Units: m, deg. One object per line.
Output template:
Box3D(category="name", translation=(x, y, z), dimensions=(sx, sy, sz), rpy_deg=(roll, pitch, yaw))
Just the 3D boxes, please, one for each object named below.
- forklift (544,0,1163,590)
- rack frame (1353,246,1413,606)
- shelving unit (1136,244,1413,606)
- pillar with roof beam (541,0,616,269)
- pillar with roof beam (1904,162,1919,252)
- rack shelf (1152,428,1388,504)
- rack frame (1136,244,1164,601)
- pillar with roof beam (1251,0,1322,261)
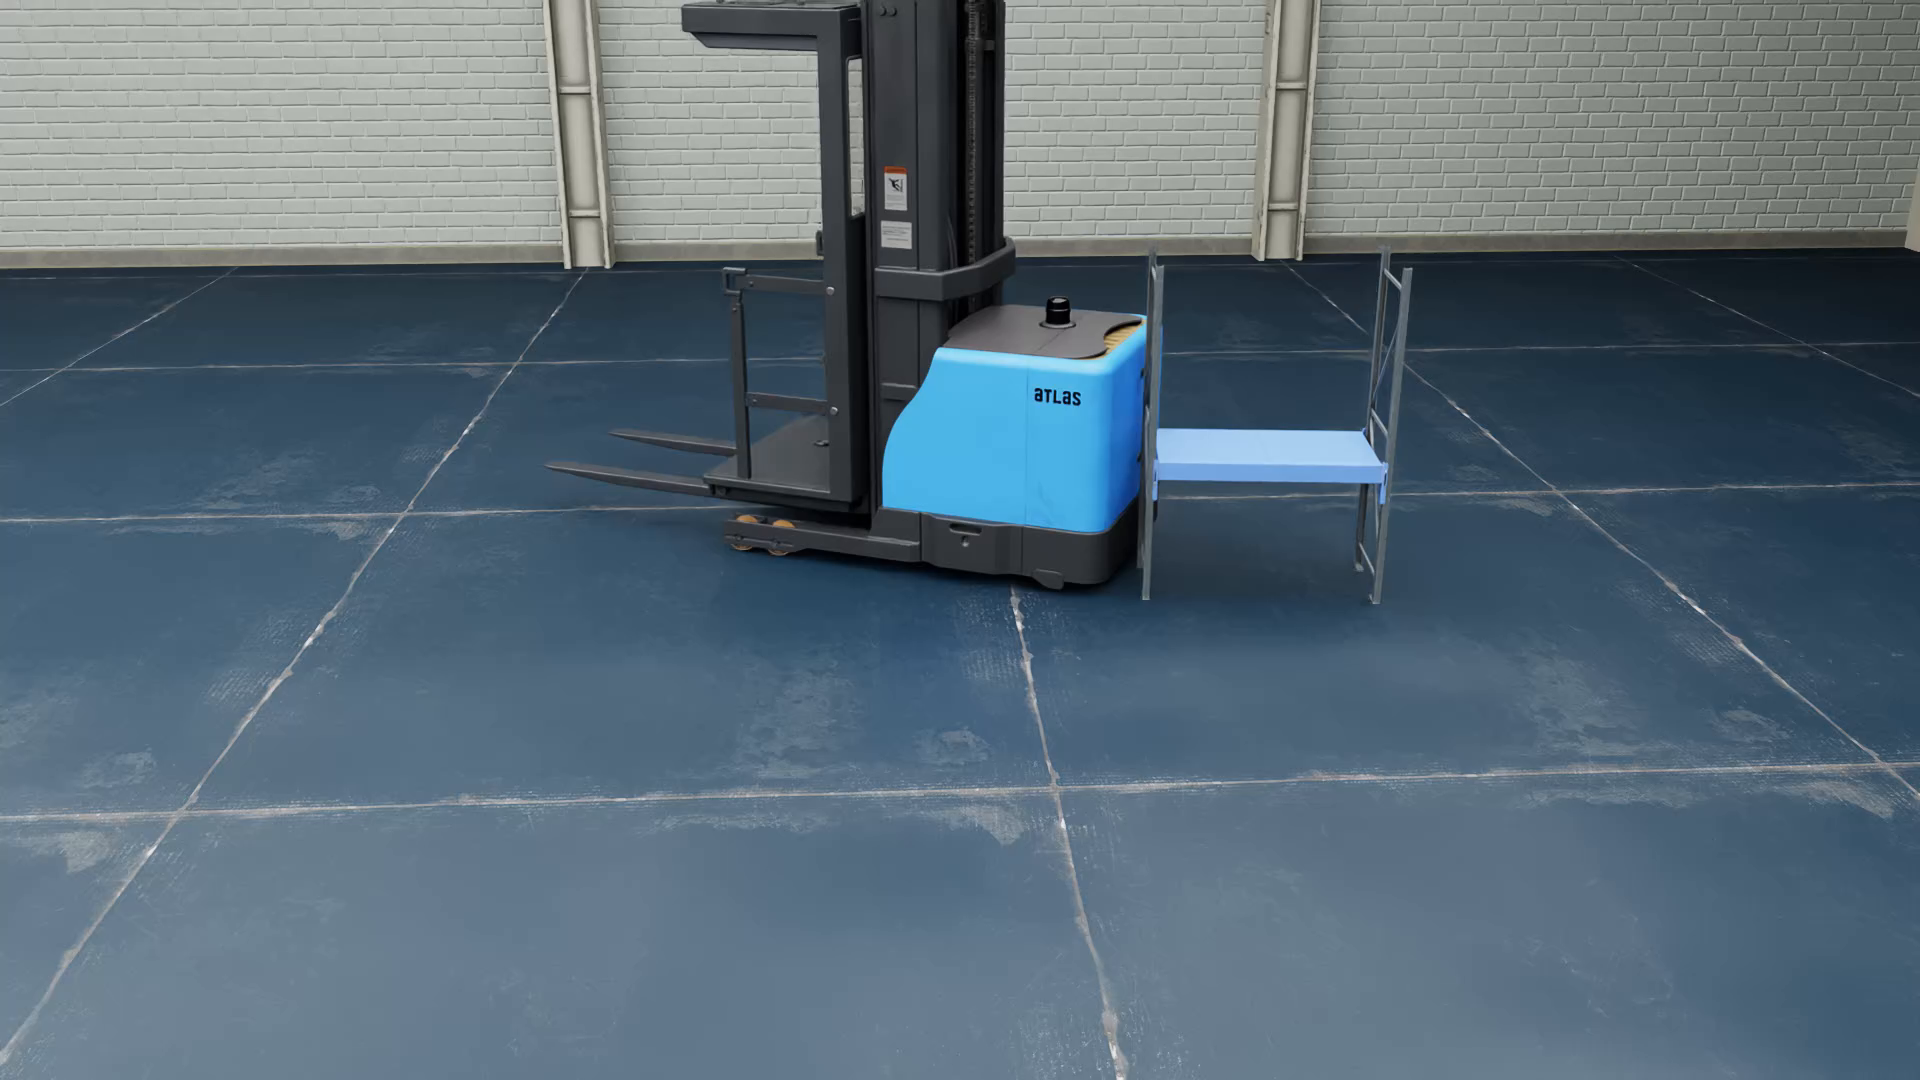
Box3D(category="forklift", translation=(-0.596, -1.459, 7.835), dimensions=(3.031, 2.935, 1.130), rpy_deg=(8, 22, 19))
Box3D(category="rack frame", translation=(1.855, -0.500, 7.326), dimensions=(0.032, 1.500, 0.500), rpy_deg=(1, 21, 2))
Box3D(category="shelving unit", translation=(1.347, -0.508, 7.348), dimensions=(1.048, 1.500, 0.538), rpy_deg=(1, 21, 2))
Box3D(category="pillar with roof beam", translation=(-2.949, -5.055, 8.752), dimensions=(0.400, 9.000, 9.100), rpy_deg=(-1, 21, -3))
Box3D(category="pillar with roof beam", translation=(9.032, -5.299, 9.393), dimensions=(0.400, 9.000, 9.100), rpy_deg=(-1, 21, -3))
Box3D(category="rack shelf", translation=(1.347, -0.340, 7.412), dimensions=(1.000, 0.185, 0.538), rpy_deg=(1, 21, 2))
Box3D(category="rack frame", translation=(0.839, -0.517, 7.370), dimensions=(0.032, 1.500, 0.500), rpy_deg=(1, 21, 2))
Box3D(category="pillar with roof beam", translation=(3.042, -5.177, 9.072), dimensions=(0.400, 9.000, 9.100), rpy_deg=(-1, 21, -3))
